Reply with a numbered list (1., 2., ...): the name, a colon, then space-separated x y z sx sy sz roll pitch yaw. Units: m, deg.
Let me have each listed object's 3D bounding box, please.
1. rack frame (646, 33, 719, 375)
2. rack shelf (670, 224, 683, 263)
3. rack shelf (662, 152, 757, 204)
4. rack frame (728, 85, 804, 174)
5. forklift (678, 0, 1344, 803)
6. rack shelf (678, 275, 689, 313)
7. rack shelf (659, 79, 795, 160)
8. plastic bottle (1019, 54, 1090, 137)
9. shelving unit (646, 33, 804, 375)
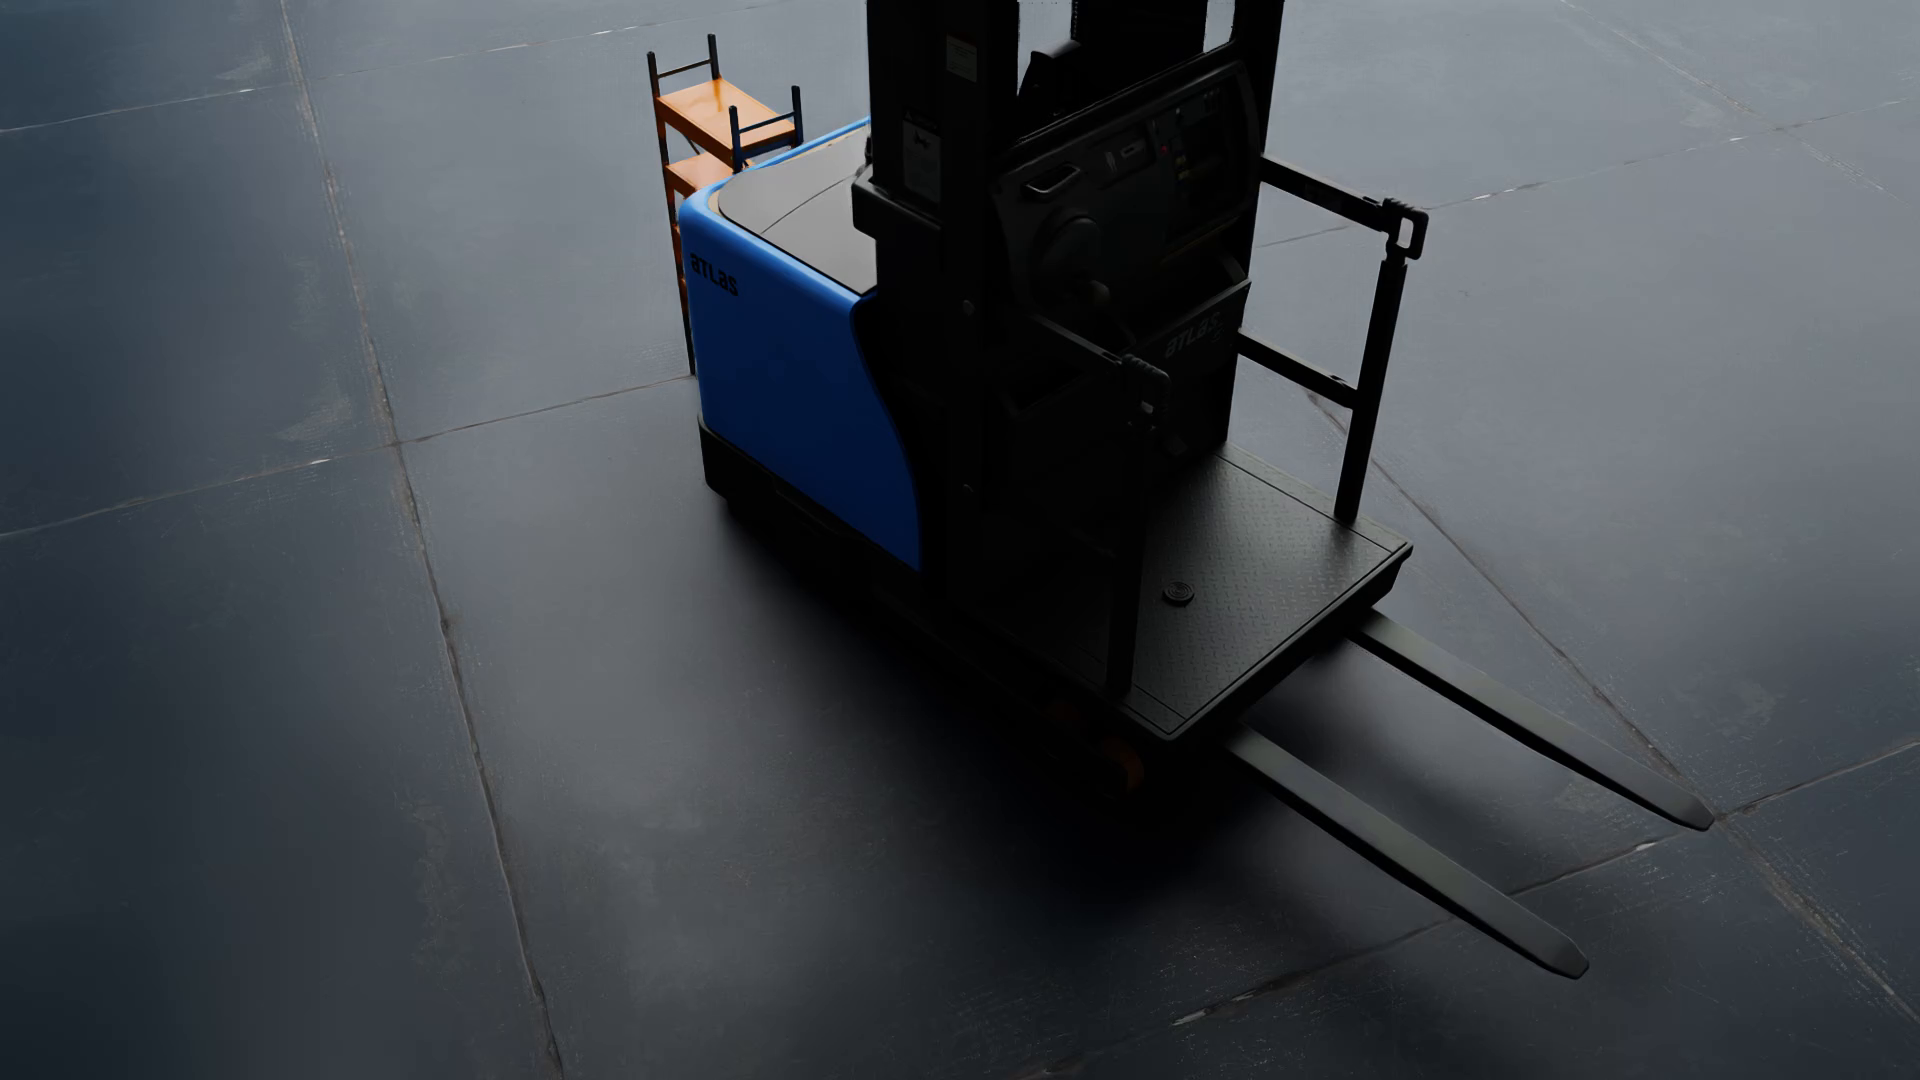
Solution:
1. rack frame: -0.870 -1.101 5.609 0.240 1.200 0.015 -27 46 -27
2. rack shelf: -5.512 -9.608 14.571 7.907 1.923 26.182 -27 46 -27
3. rack shelf: -0.723 -1.097 5.359 0.258 0.148 0.480 -27 46 -27
4. rack frame: -0.573 -0.854 5.310 0.240 1.200 0.015 -27 46 -27
5. forklift: 0.185 -1.035 4.254 1.129 2.867 1.939 -33 50 -32
6. rack shelf: -0.719 -0.774 5.630 0.258 0.148 0.480 -27 46 -27
7. rack shelf: -0.726 -1.309 5.183 0.221 0.050 0.457 -27 46 -27
8. plastic bottle: -5.110 -12.933 18.628 4.538 1.202 38.955 -15 43 -17
9. shelving unit: -5.506 -9.430 14.715 7.907 2.381 26.194 -27 46 -27
